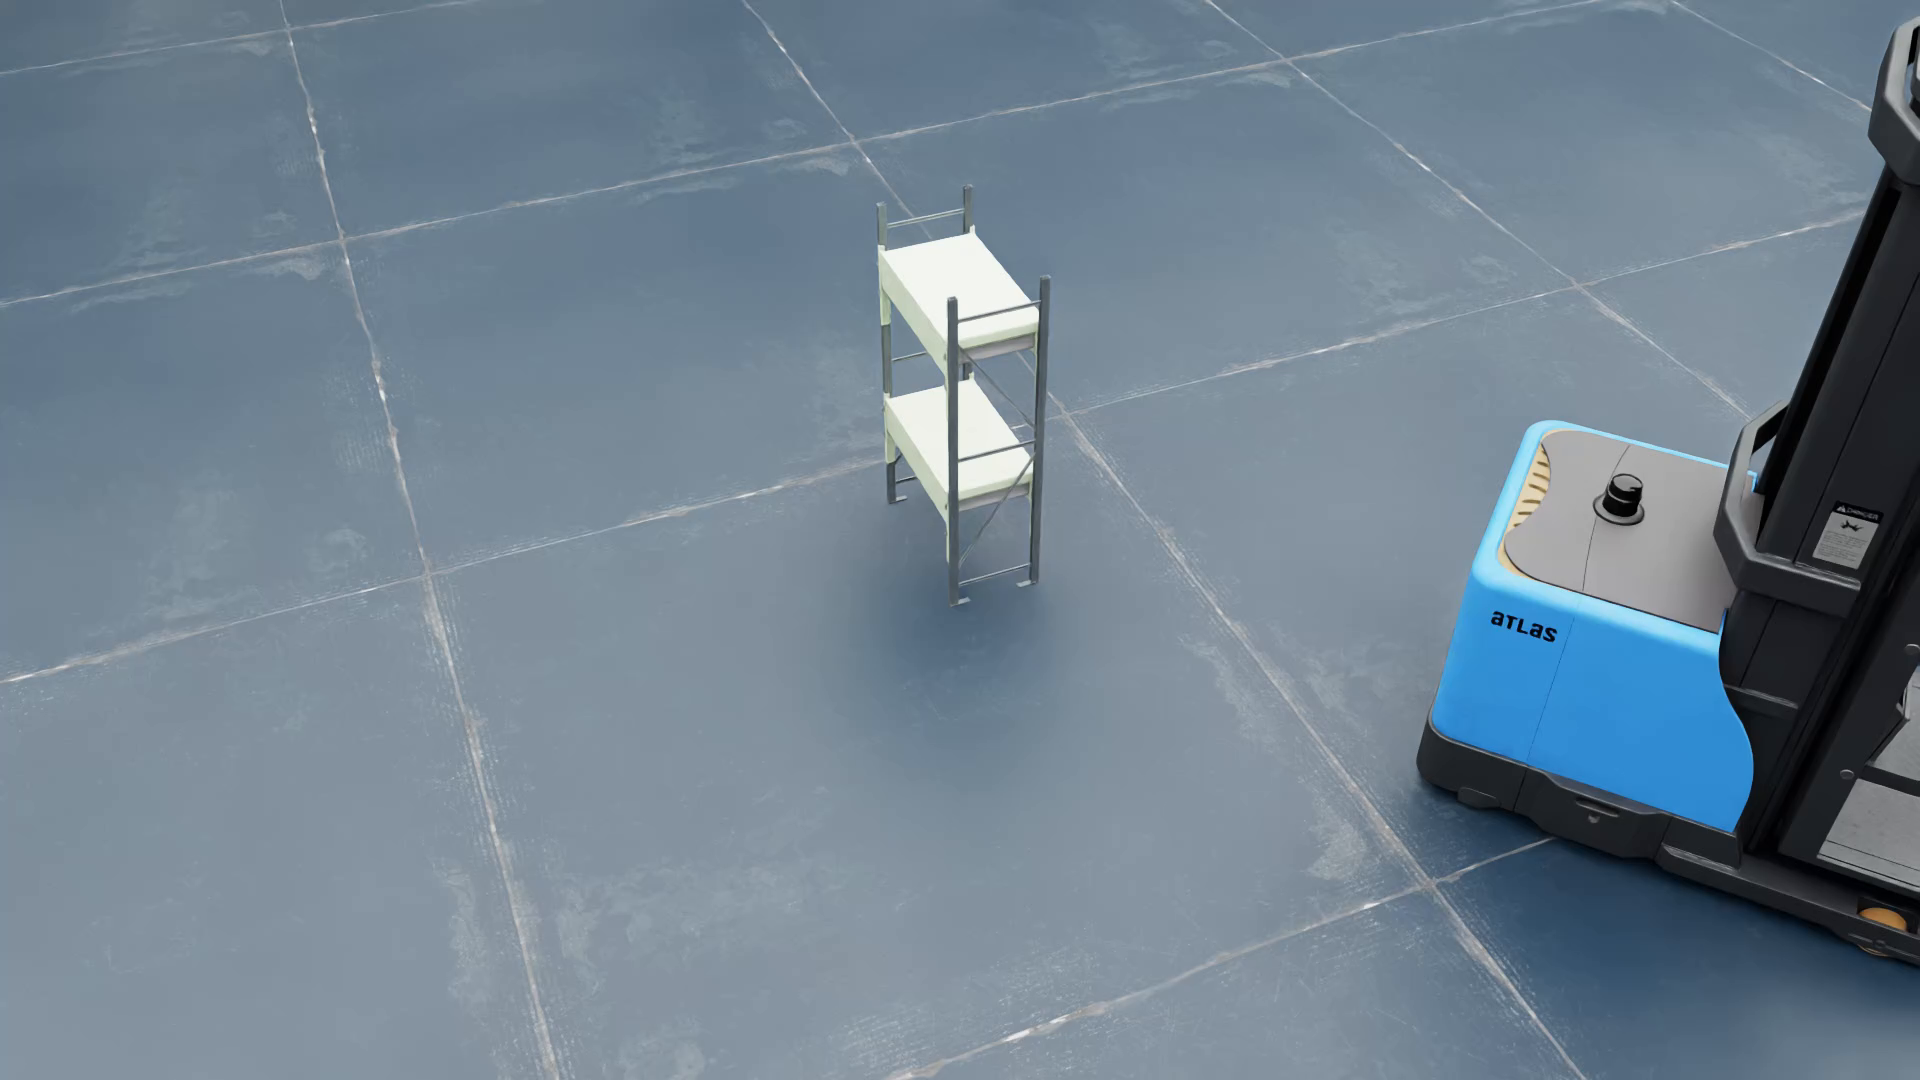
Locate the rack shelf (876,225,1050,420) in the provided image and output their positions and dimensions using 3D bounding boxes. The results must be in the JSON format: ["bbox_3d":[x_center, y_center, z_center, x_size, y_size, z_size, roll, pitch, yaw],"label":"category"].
[{"bbox_3d":[0.003,-0.861,6.502,0.431,0.370,0.720,-15,43,-17],"label":"rack shelf"}]

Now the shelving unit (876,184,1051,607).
[{"bbox_3d":[0.003,-0.565,6.756,0.431,1.500,0.755,-15,43,-17],"label":"shelving unit"}]

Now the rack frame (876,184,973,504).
[{"bbox_3d":[-0.137,-0.785,7.013,0.400,1.500,0.023,-15,43,-17],"label":"rack frame"}]

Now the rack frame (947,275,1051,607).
[{"bbox_3d":[0.143,-0.344,6.500,0.400,1.500,0.023,-15,43,-17],"label":"rack frame"}]

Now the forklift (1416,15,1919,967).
[{"bbox_3d":[3.245,-0.050,5.060,3.031,2.935,1.130,18,44,20],"label":"forklift"}]

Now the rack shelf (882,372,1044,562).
[{"bbox_3d":[0.003,-0.317,6.969,0.431,0.370,0.720,-15,43,-17],"label":"rack shelf"}]
